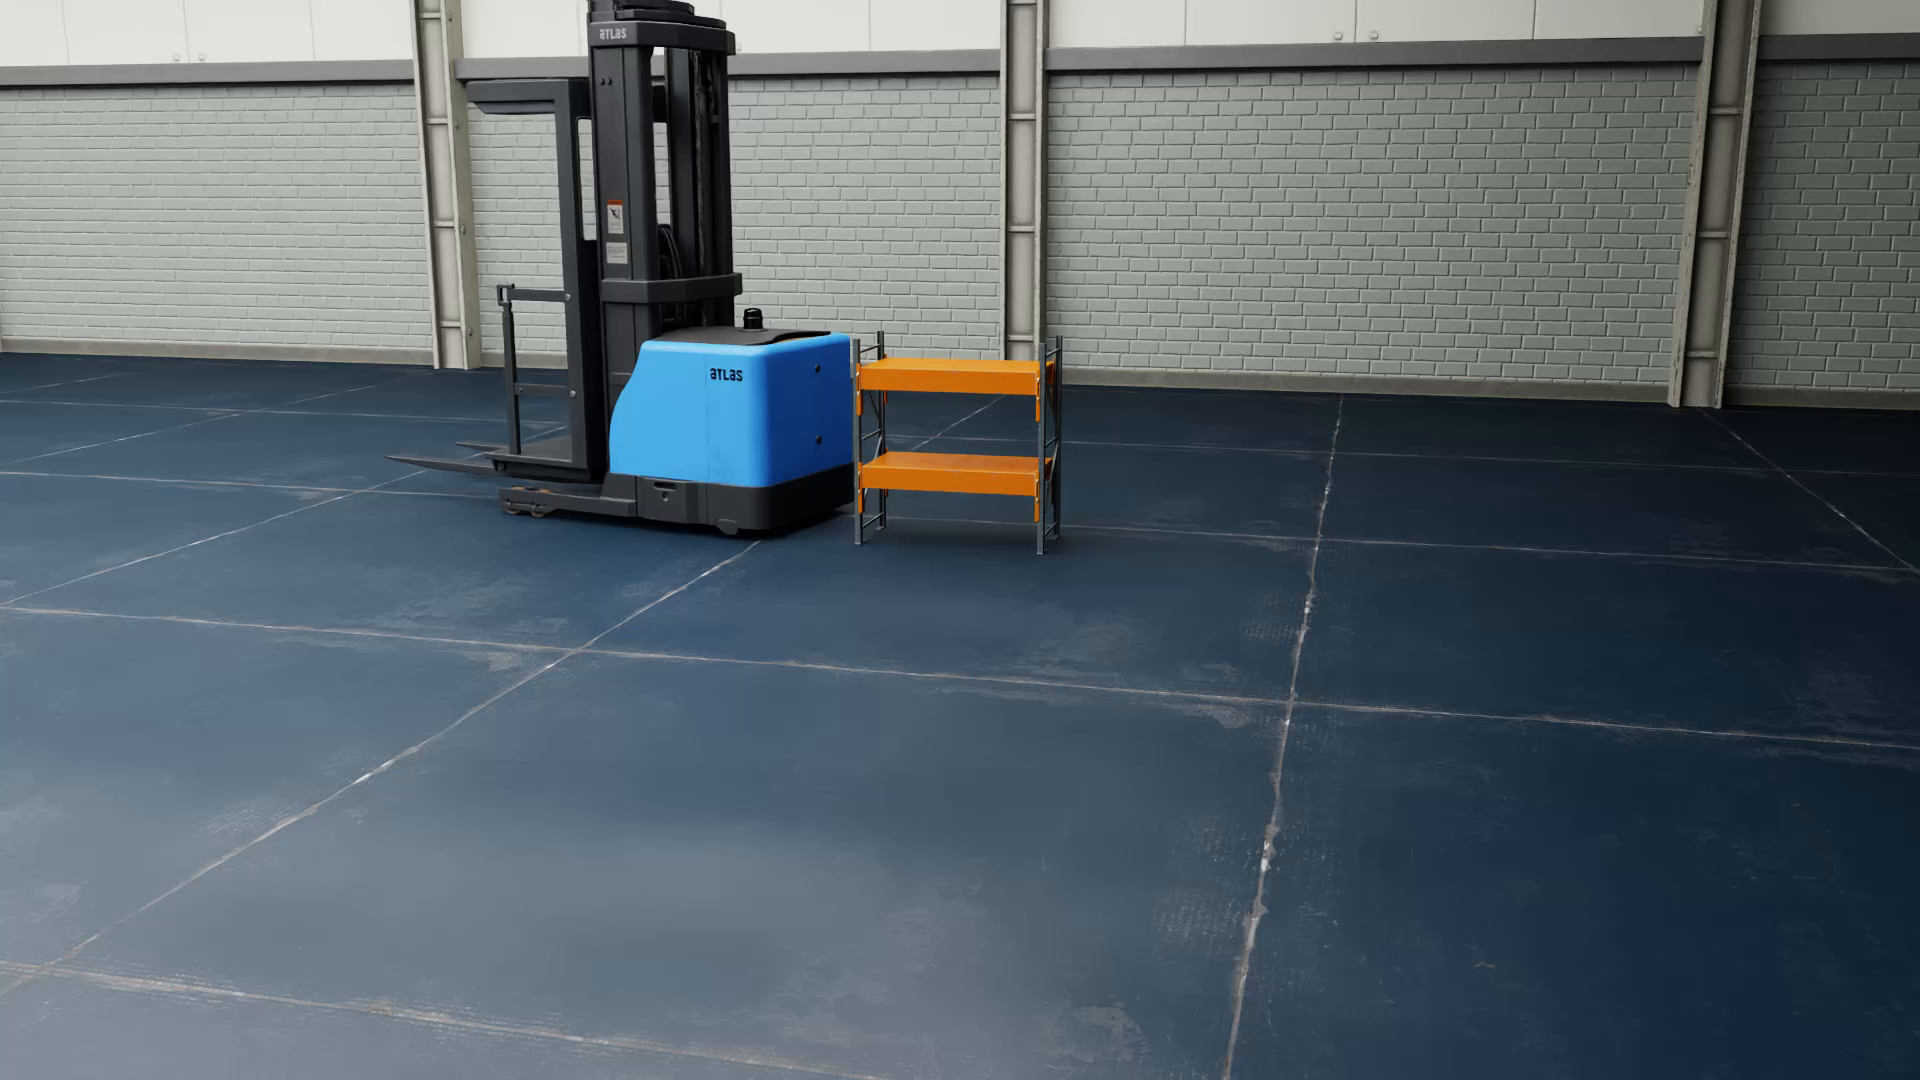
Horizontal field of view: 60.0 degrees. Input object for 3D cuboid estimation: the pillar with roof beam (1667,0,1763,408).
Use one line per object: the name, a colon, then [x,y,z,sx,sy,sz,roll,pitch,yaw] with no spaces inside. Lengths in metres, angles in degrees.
pillar with roof beam: [5.389,-4.666,9.490,0.400,9.000,9.100,3,13,14]

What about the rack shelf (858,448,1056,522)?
rack shelf: [-0.007,-0.311,9.166,1.000,0.278,0.538,3,13,14]

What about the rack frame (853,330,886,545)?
rack frame: [-0.500,-0.576,9.232,0.032,1.125,0.500,3,13,14]

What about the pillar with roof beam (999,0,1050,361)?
pillar with roof beam: [-0.436,-4.978,10.893,0.400,9.000,9.100,3,13,14]

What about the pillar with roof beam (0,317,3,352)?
pillar with roof beam: [-12.087,-5.600,13.700,0.400,9.000,9.100,3,13,14]

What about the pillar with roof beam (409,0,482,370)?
pillar with roof beam: [-6.261,-5.289,12.297,0.400,9.000,9.100,3,13,14]

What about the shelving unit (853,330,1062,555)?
shelving unit: [-0.007,-0.549,9.113,1.048,1.125,0.538,3,13,14]

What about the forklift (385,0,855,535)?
forklift: [-2.174,-1.658,9.941,3.031,2.935,1.130,6,14,27]

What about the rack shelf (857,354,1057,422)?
rack shelf: [-0.007,-0.835,9.050,1.000,0.278,0.538,3,13,14]

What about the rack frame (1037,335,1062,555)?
rack frame: [0.487,-0.523,8.995,0.032,1.125,0.500,3,13,14]
